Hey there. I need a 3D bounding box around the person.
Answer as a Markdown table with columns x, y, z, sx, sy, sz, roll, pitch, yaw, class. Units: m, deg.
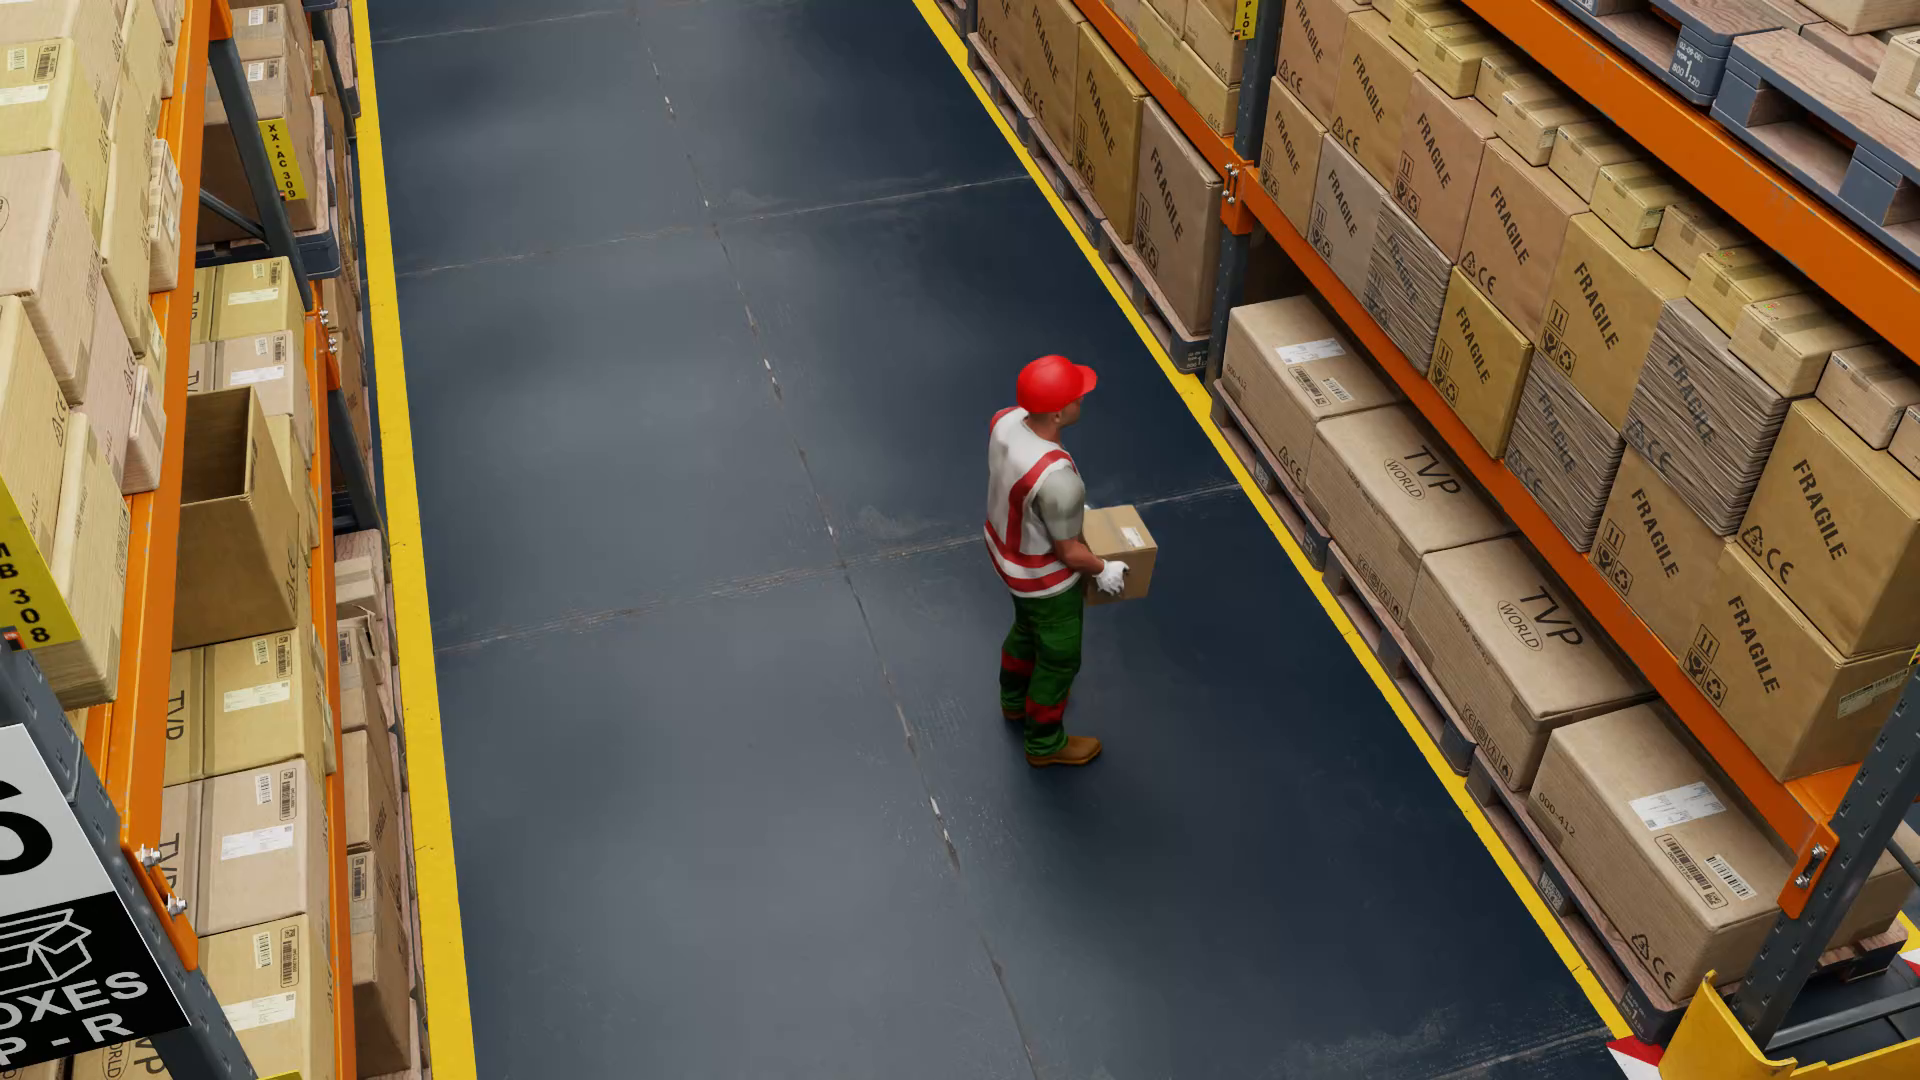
| x | y | z | sx | sy | sz | roll | pitch | yaw | class |
| --- | --- | --- | --- | --- | --- | --- | --- | --- | --- |
| 0.328 | 0.072 | 6.068 | 0.454 | 1.779 | 0.621 | -13 | 43 | -14 | person |
